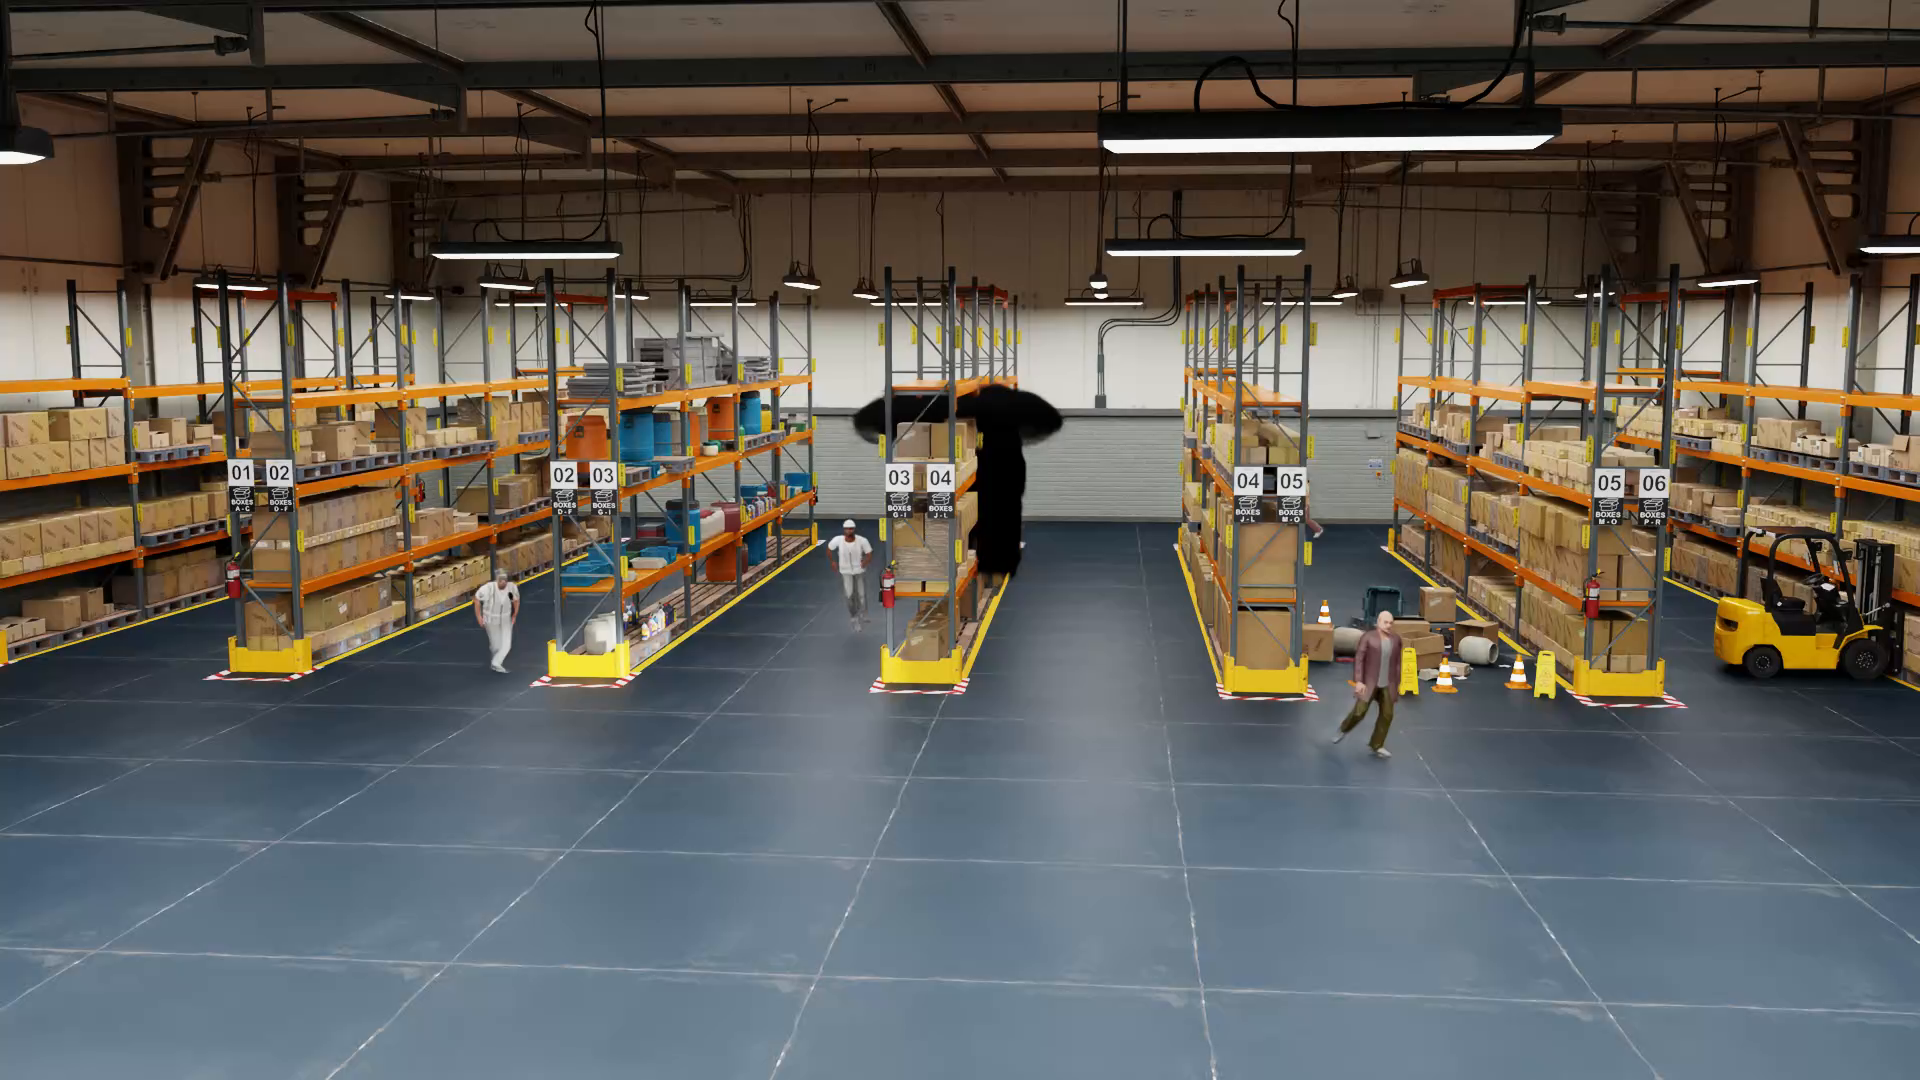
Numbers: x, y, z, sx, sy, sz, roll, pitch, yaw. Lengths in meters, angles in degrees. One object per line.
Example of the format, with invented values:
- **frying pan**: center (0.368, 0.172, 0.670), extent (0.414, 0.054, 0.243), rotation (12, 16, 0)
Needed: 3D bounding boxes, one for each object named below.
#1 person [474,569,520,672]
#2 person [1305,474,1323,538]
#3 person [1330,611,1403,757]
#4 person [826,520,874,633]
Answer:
- **person**: center (-6.928, 1.189, 24.890), extent (0.669, 1.597, 0.810), rotation (-4, 8, -28)
- **person**: center (8.527, -0.856, 41.004), extent (0.907, 1.614, 0.582), rotation (-1, 7, -8)
- **person**: center (4.903, 1.757, 19.984), extent (0.762, 1.636, 0.659), rotation (-1, 7, -7)
- **person**: center (-1.785, 0.574, 27.115), extent (0.774, 1.826, 0.659), rotation (-1, 7, -5)
